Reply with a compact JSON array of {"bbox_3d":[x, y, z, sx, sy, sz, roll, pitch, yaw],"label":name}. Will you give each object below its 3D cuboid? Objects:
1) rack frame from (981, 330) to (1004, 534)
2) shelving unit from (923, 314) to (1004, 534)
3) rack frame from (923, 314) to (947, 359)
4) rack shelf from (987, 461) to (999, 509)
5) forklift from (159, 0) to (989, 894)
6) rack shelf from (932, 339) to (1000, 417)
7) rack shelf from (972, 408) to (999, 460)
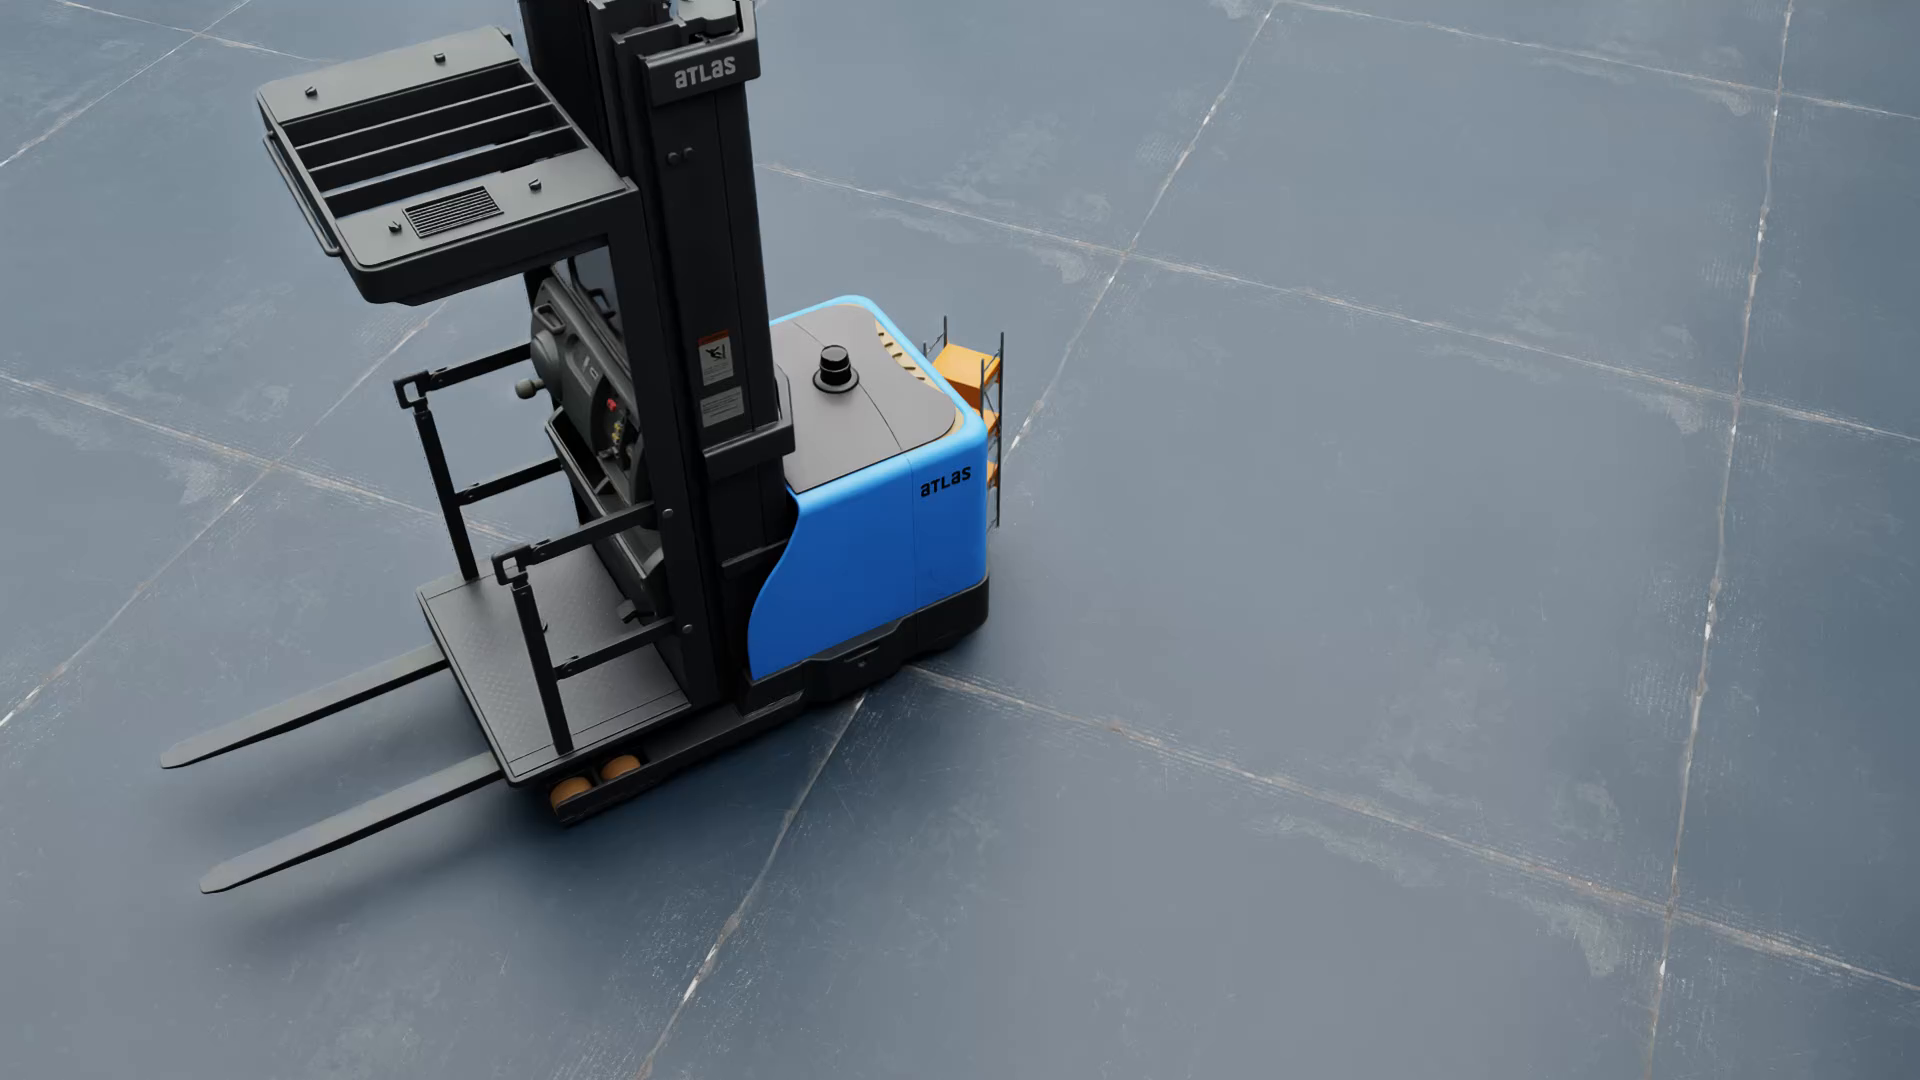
[{"bbox_3d":[0.125,-0.371,6.718,0.008,1.050,0.200,18,48,18],"label":"rack frame"},{"bbox_3d":[0.014,-0.408,6.755,0.252,1.050,0.215,18,48,18],"label":"shelving unit"},{"bbox_3d":[-0.096,-0.445,6.792,0.008,1.050,0.200,18,48,18],"label":"rack frame"},{"bbox_3d":[0.014,-0.204,6.958,0.240,0.259,0.215,18,48,18],"label":"rack shelf"},{"bbox_3d":[-1.414,-0.443,5.456,3.031,2.935,1.130,-23,49,-21],"label":"forklift"},{"bbox_3d":[0.014,-0.602,6.562,0.240,0.259,0.215,18,48,18],"label":"rack shelf"},{"bbox_3d":[0.014,-0.401,6.762,0.240,0.259,0.215,18,48,18],"label":"rack shelf"}]
